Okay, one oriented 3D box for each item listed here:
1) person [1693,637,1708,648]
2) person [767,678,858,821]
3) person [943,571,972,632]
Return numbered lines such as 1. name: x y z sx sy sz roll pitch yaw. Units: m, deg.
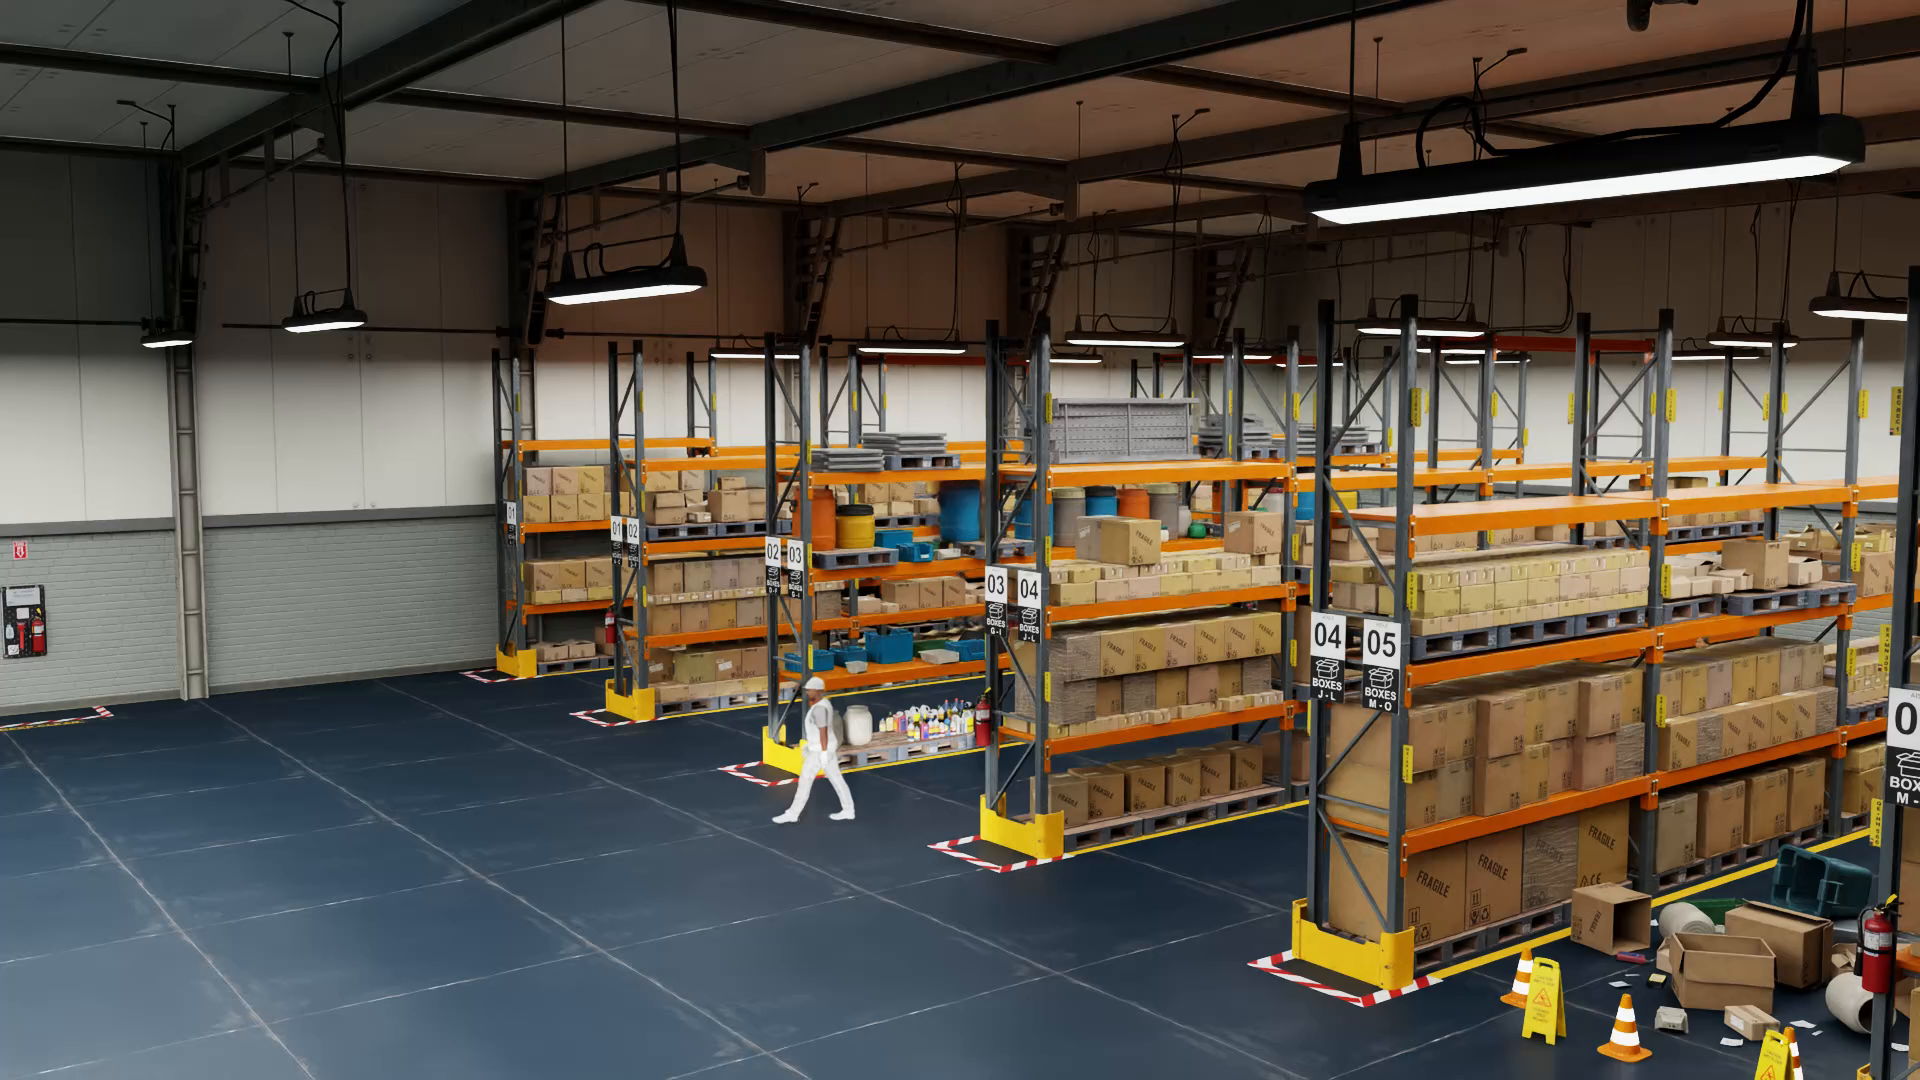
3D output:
1. person: 10.954 2.177 24.649 0.859 1.606 0.513 -4 6 -37
2. person: -1.753 2.517 20.019 1.034 1.723 0.581 2 5 17
3. person: -0.076 1.376 34.055 0.874 1.552 0.443 -4 6 -36
